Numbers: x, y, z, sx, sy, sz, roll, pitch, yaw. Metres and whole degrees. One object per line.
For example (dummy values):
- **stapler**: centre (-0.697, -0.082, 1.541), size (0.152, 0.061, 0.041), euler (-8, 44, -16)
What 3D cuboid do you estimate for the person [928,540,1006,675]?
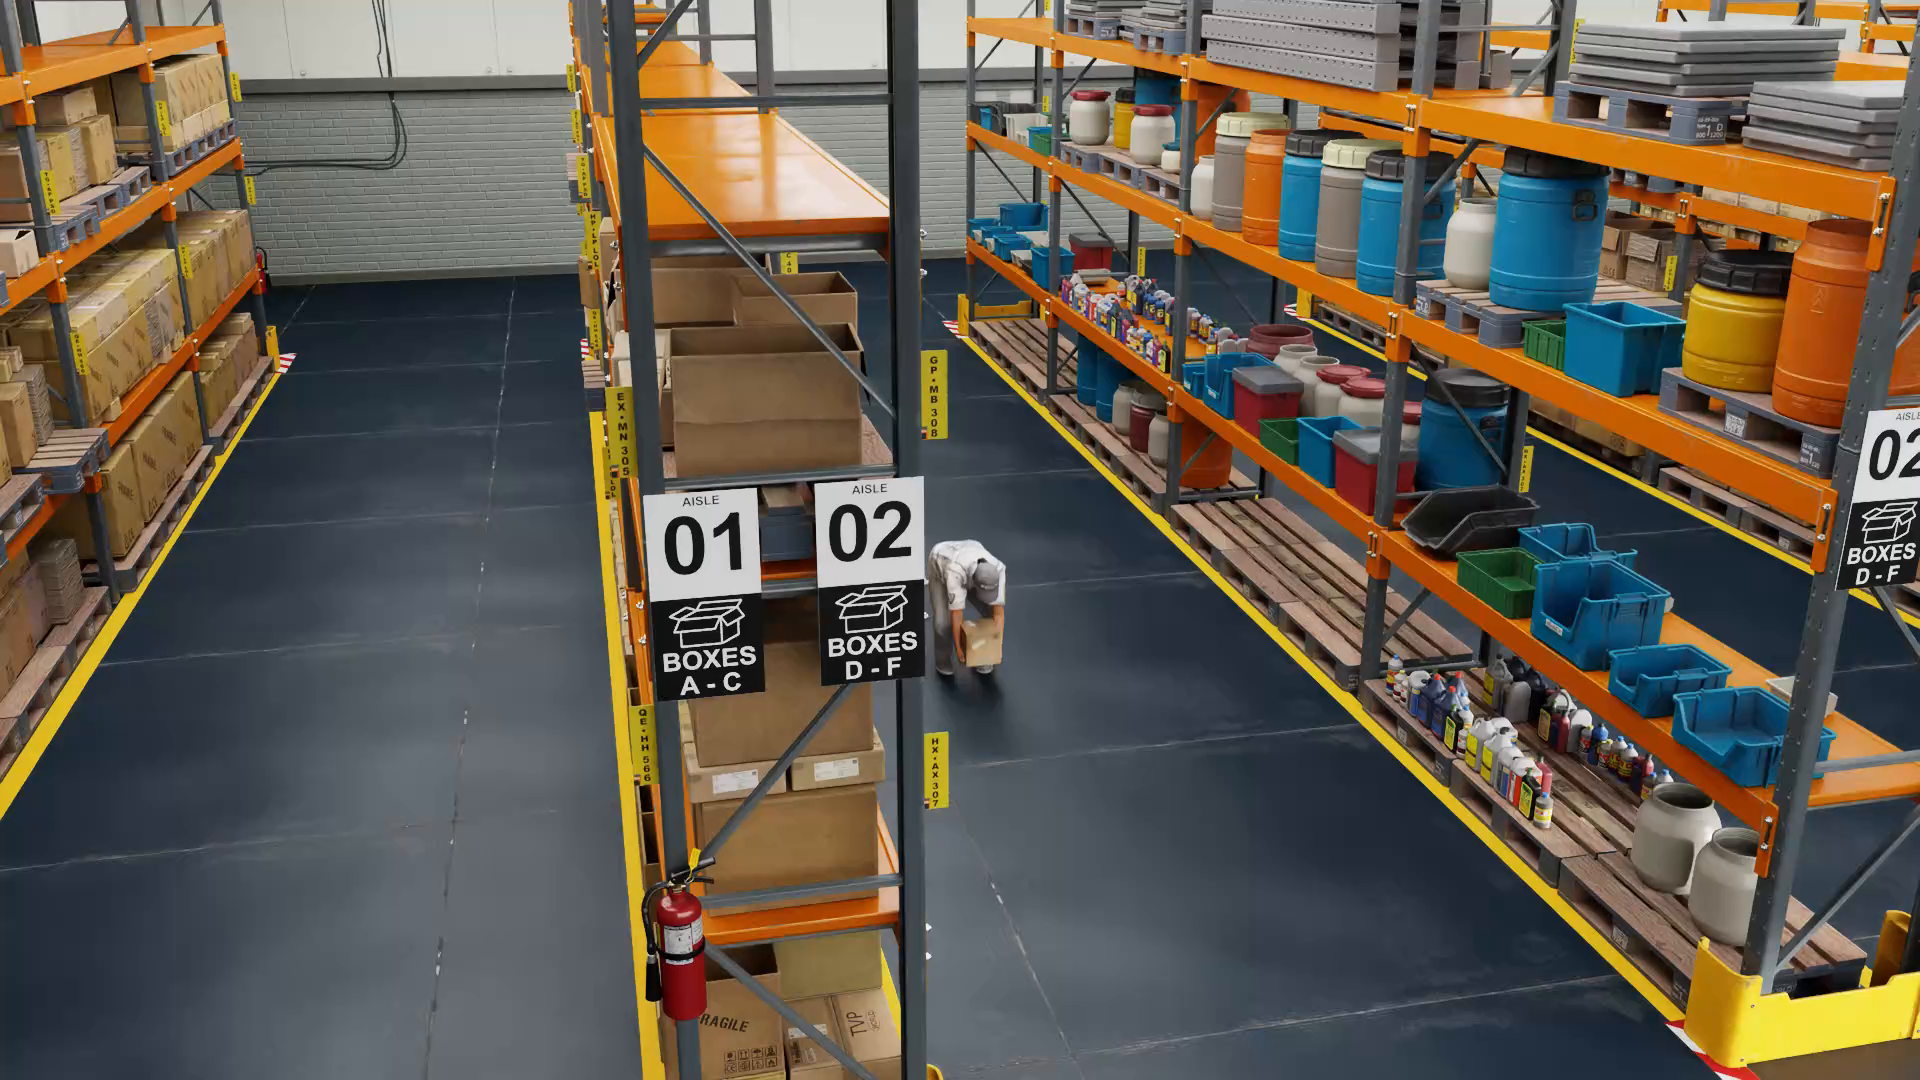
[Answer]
- **person**: centre (0.058, 0.508, 11.917), size (0.503, 1.000, 0.937), euler (-6, 20, -15)
